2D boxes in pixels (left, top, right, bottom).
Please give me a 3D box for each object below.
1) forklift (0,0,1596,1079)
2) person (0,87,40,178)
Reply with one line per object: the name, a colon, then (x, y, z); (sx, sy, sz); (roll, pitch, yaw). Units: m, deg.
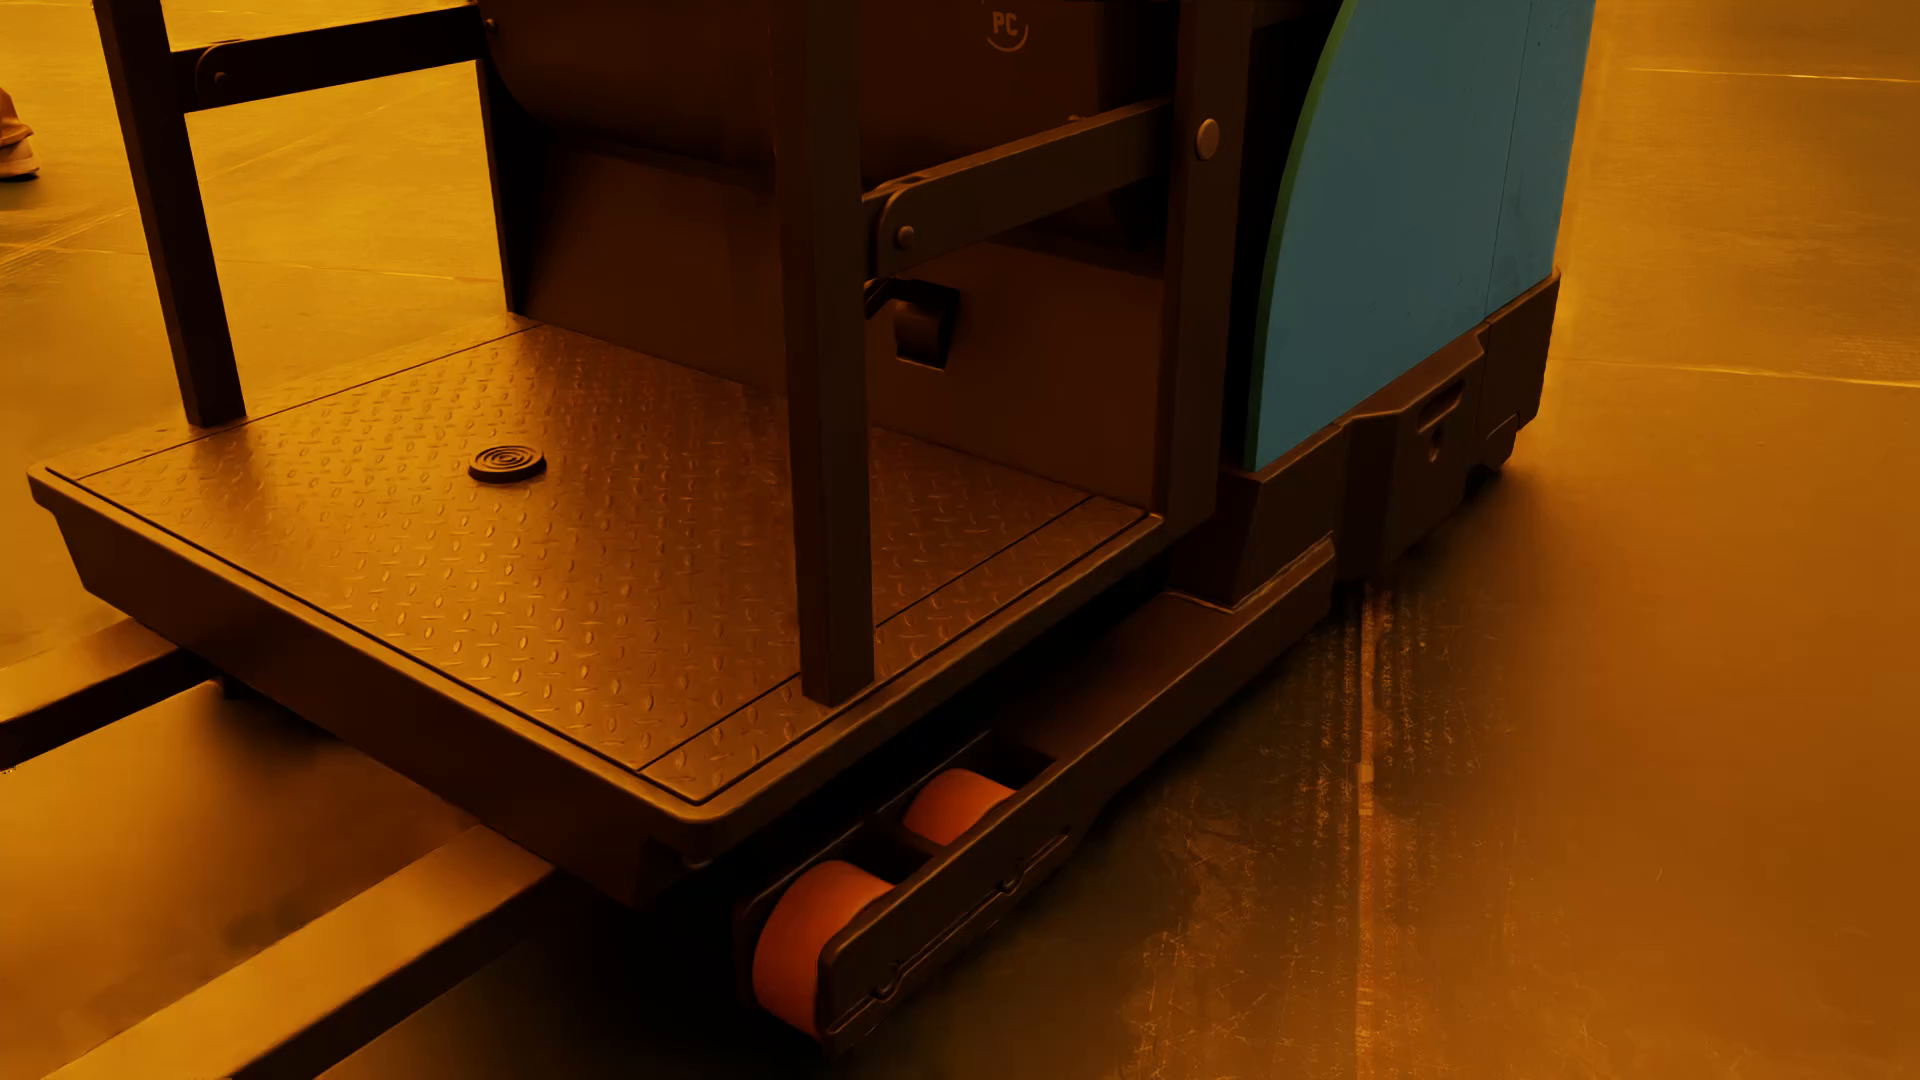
forklift: (-0.334, -1.088, 1.403); (1.130, 2.935, 3.031); (19, 33, 33)
person: (-2.766, -1.807, 4.182); (0.758, 1.781, 1.049); (8, 28, 15)
